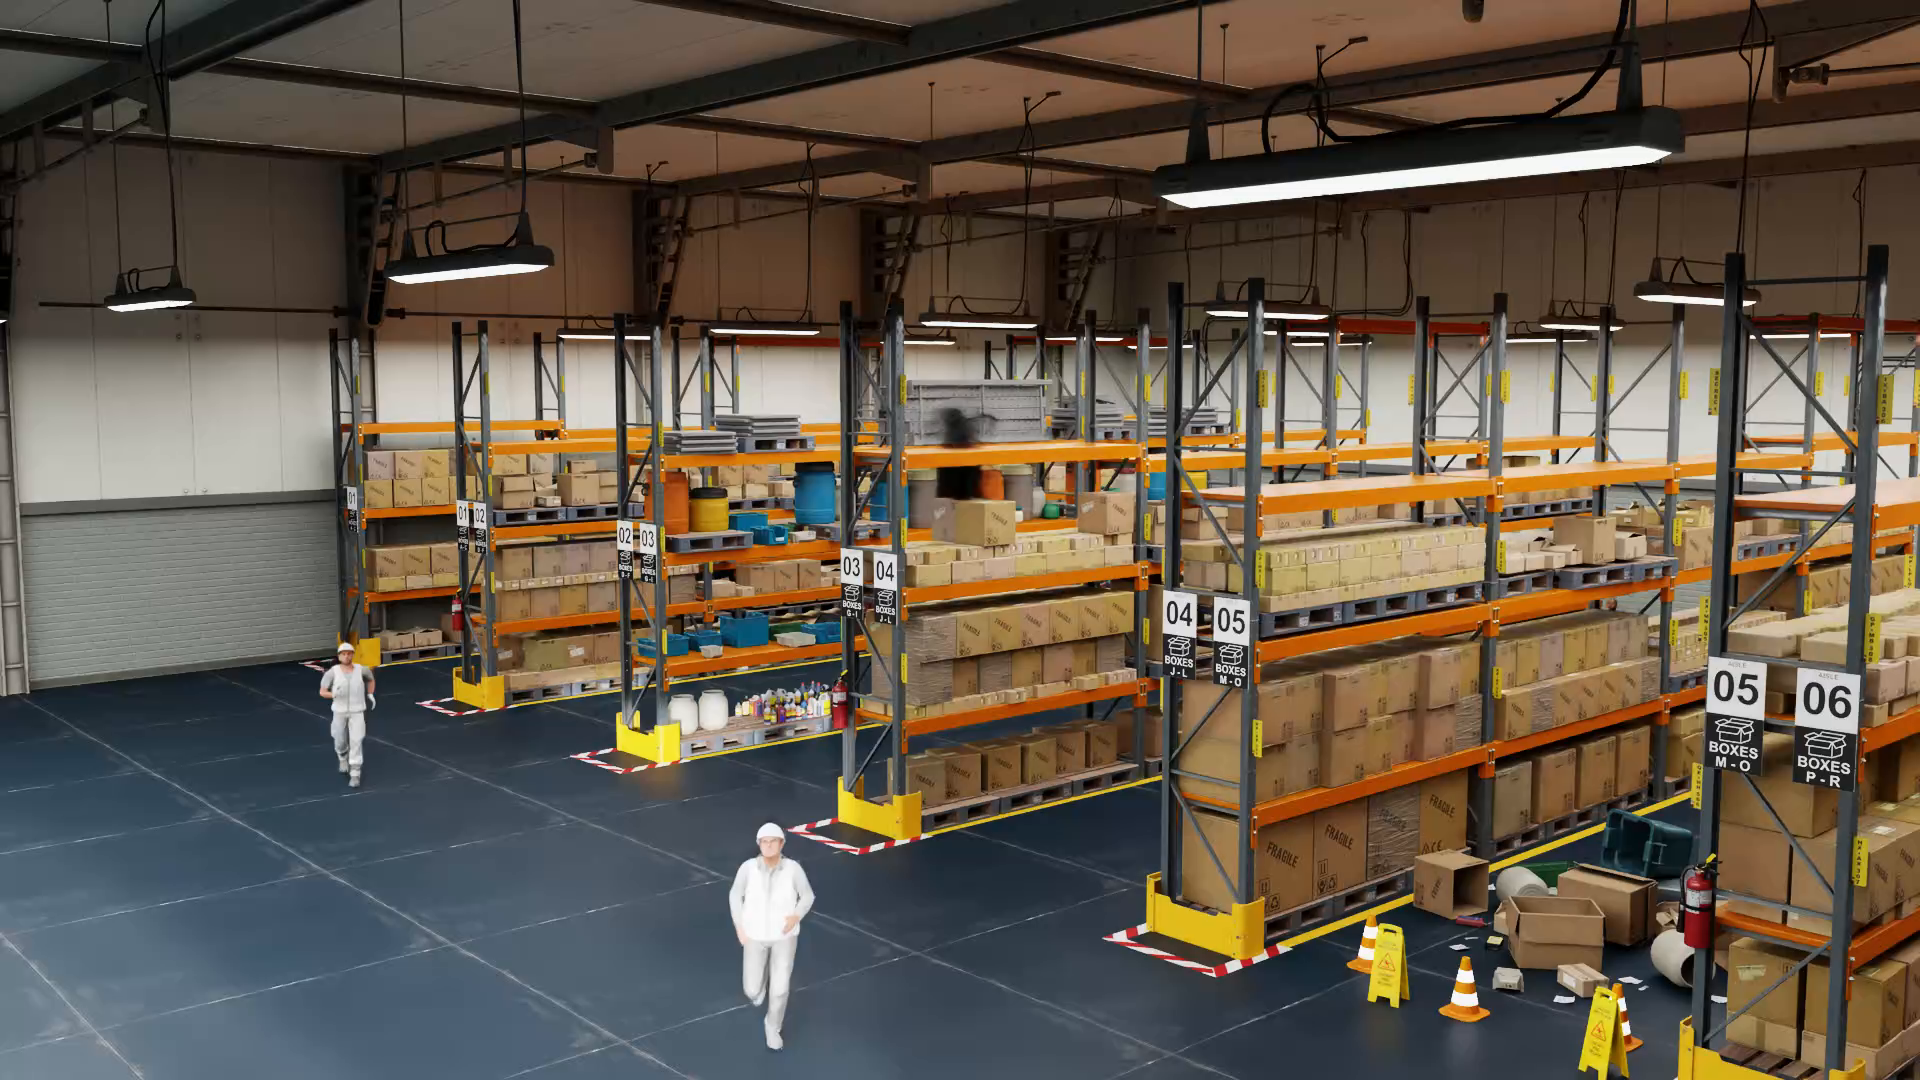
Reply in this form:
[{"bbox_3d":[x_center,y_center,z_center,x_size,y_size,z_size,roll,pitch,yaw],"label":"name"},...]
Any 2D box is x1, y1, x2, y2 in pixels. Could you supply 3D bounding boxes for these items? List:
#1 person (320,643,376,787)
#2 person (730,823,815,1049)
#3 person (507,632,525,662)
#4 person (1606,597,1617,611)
[{"bbox_3d":[-7.738,2.179,21.043,0.662,1.766,0.993,-2,6,-20],"label":"person"},{"bbox_3d":[-1.465,3.040,12.952,0.662,1.708,0.627,0,6,0],"label":"person"},{"bbox_3d":[-7.712,1.536,28.460,0.541,1.626,0.539,-5,8,-43],"label":"person"},{"bbox_3d":[10.496,1.723,26.825,0.579,1.637,0.665,5,8,42],"label":"person"}]
